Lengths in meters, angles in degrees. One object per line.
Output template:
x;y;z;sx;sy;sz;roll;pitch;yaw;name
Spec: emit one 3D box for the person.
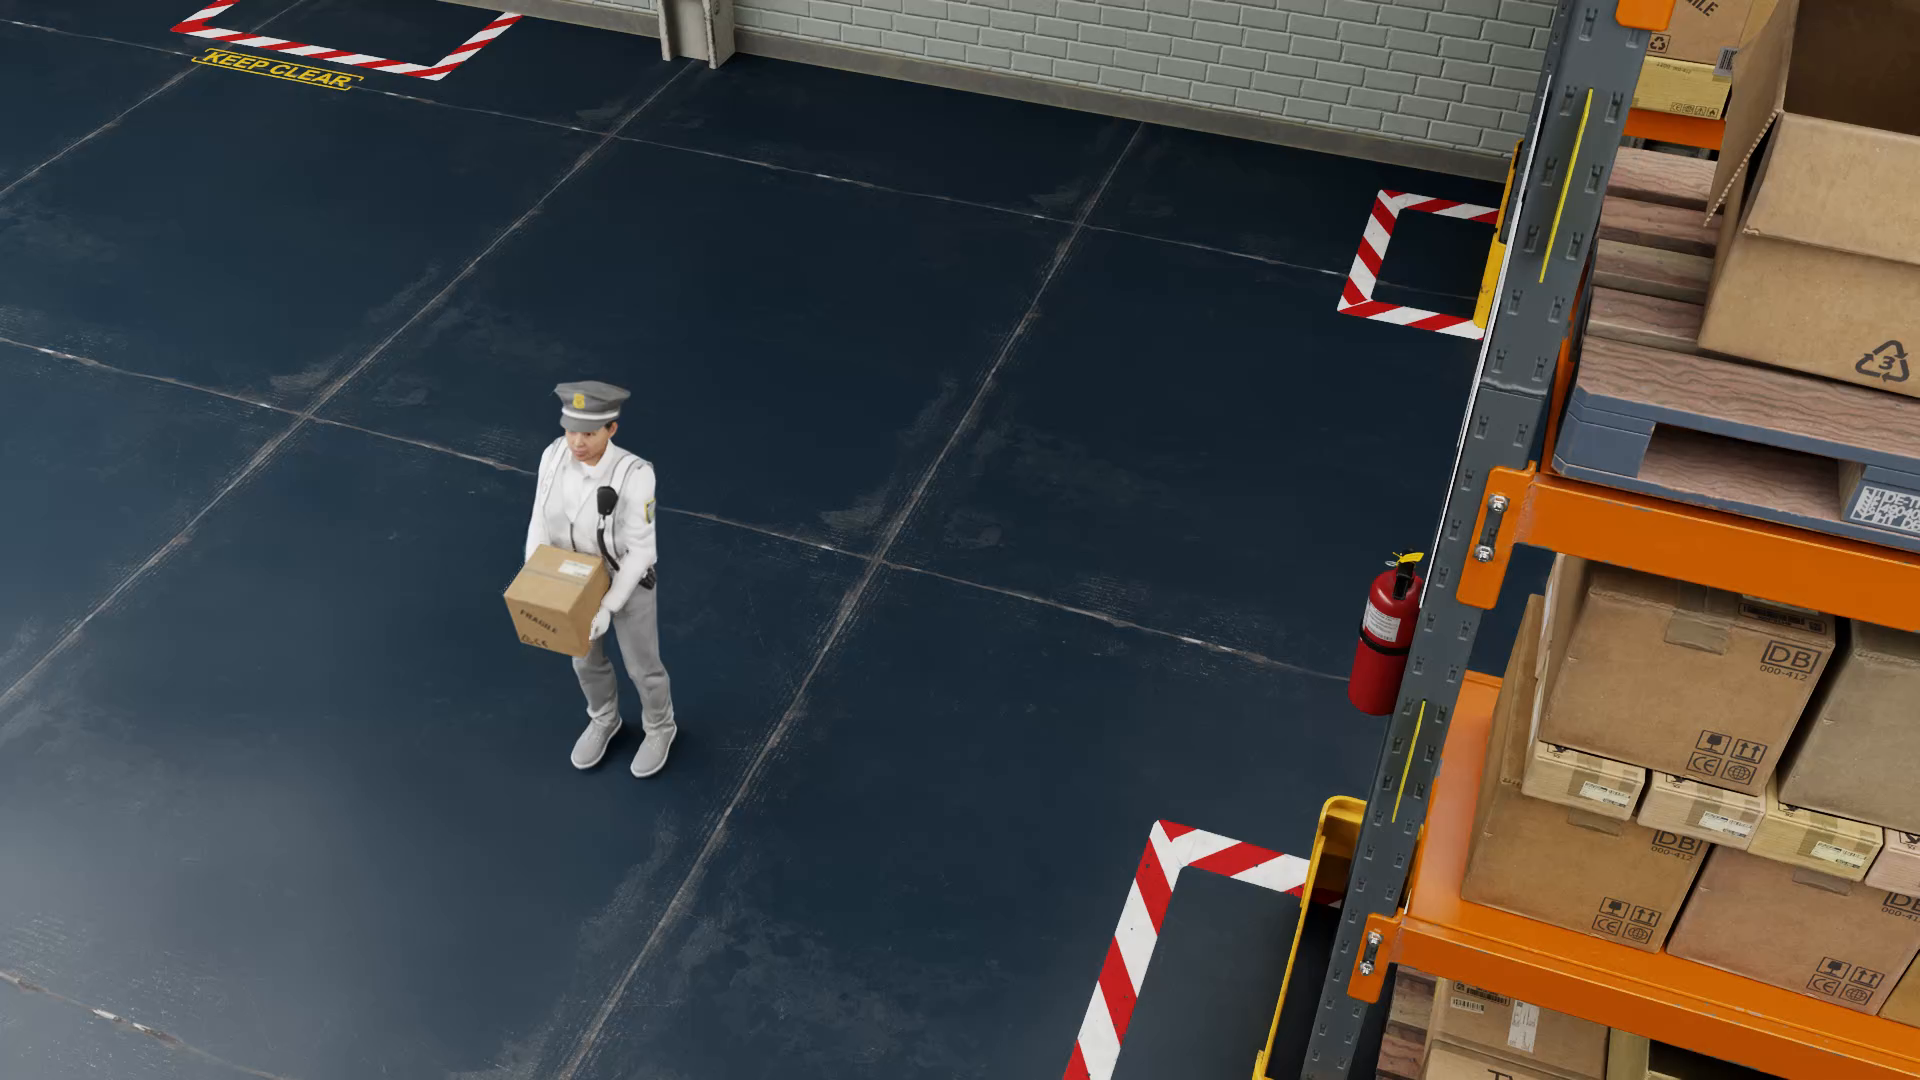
-1.286;0.186;5.925;0.467;1.695;0.554;14;44;15;person
